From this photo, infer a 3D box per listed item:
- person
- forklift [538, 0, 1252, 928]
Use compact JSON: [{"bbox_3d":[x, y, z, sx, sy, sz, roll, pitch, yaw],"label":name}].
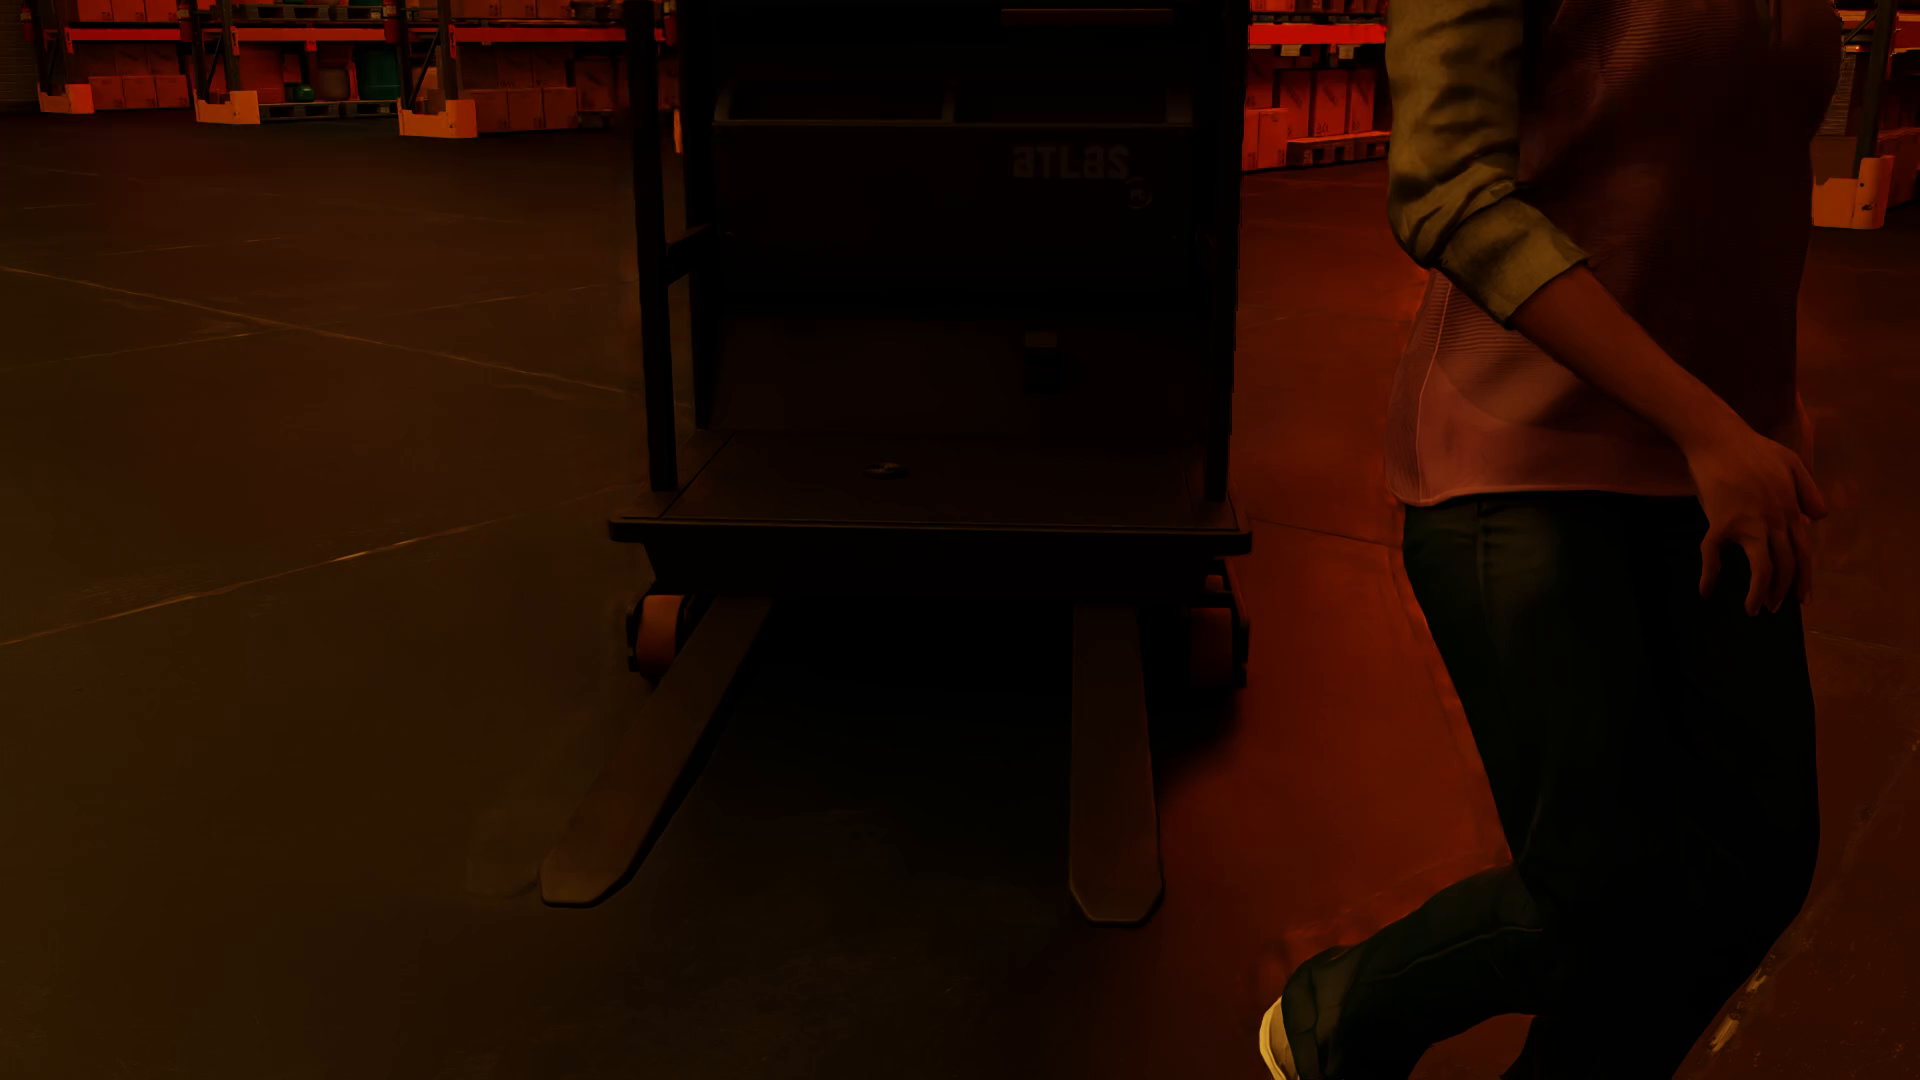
[{"bbox_3d":[0.582,-0.040,1.407,0.623,1.562,0.481,-9,19,-27],"label":"person"},{"bbox_3d":[-0.025,-1.219,2.910,1.130,2.935,3.031,1,17,4],"label":"forklift"}]
